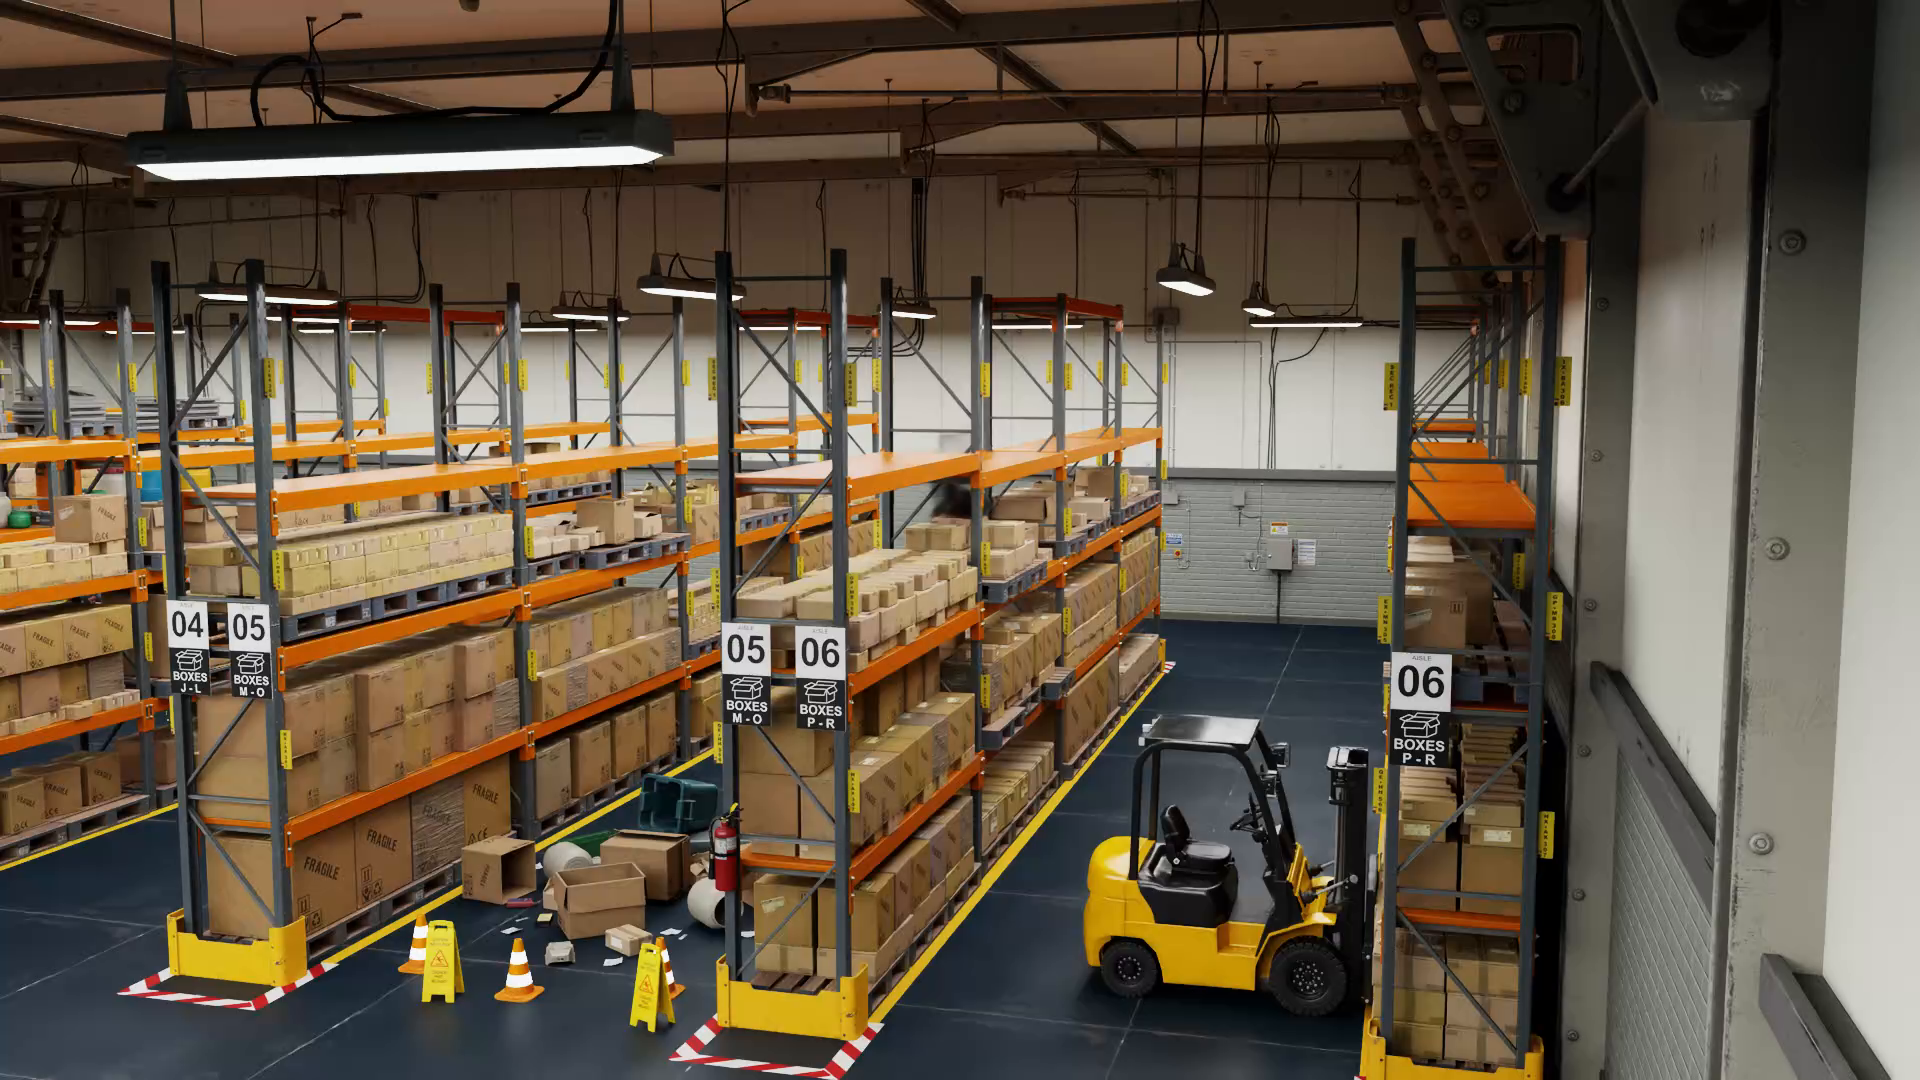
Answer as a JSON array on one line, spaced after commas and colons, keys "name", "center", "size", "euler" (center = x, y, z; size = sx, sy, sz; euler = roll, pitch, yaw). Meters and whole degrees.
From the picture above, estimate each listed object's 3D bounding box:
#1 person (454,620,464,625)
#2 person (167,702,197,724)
[{"name": "person", "center": [-6.990, 1.850, 23.096], "size": [0.712, 1.747, 0.889], "euler": [1, 6, 13]}, {"name": "person", "center": [-11.075, 1.822, 23.544], "size": [0.630, 1.701, 0.676], "euler": [0, 6, -1]}]
